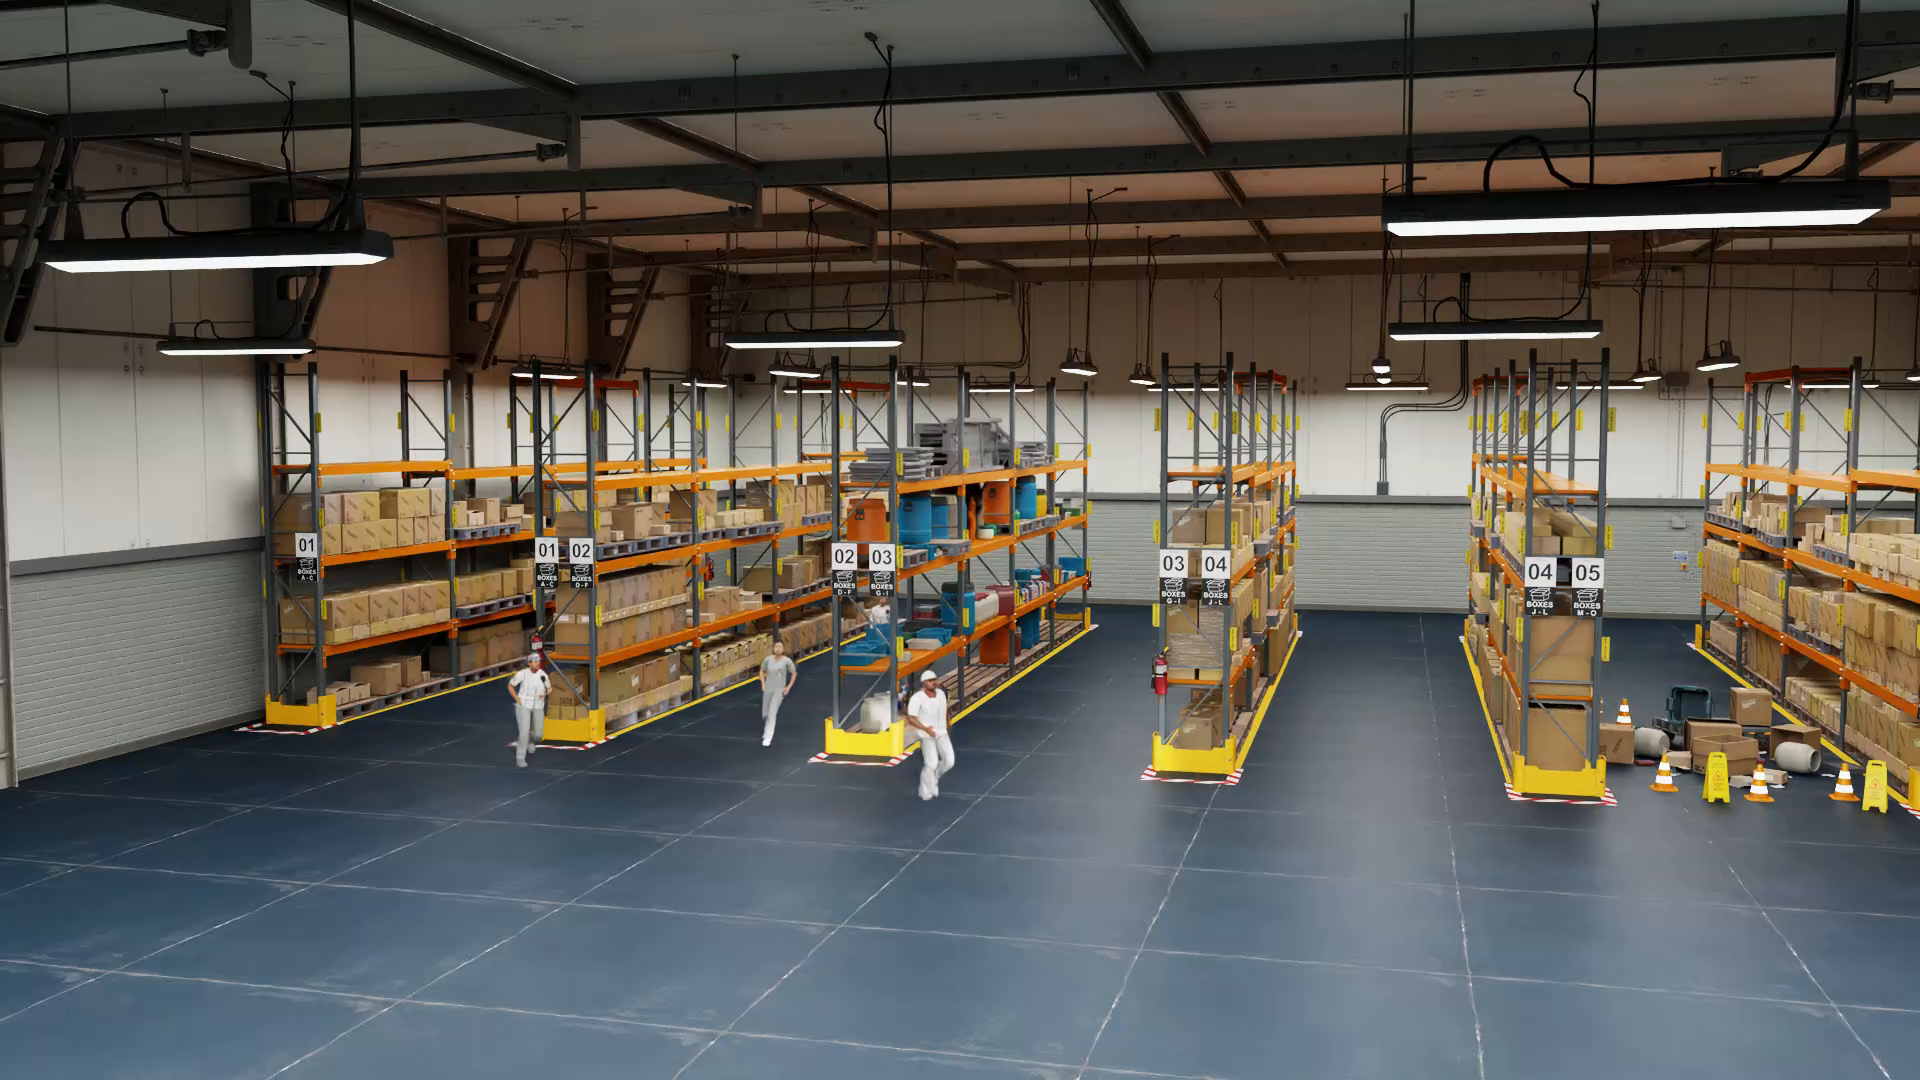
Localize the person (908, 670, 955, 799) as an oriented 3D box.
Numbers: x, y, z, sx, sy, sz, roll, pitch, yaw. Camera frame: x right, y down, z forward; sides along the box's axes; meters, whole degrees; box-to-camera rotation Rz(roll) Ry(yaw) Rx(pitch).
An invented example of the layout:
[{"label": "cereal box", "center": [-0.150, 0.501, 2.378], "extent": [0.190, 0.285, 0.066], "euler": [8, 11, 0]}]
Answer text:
[{"label": "person", "center": [-0.345, 2.585, 22.054], "extent": [0.712, 1.720, 0.573], "euler": [-3, 5, -35]}]

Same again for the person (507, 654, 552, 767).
[{"label": "person", "center": [-6.342, 2.492, 24.628], "extent": [0.637, 1.625, 0.726], "euler": [-3, 5, -34]}]

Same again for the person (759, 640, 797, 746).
[{"label": "person", "center": [-2.844, 2.381, 26.053], "extent": [0.601, 1.594, 0.667], "euler": [0, 4, 5]}]

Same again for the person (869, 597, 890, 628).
[{"label": "person", "center": [-1.554, 1.852, 32.972], "extent": [0.599, 1.651, 0.562], "euler": [0, 4, 6]}]
